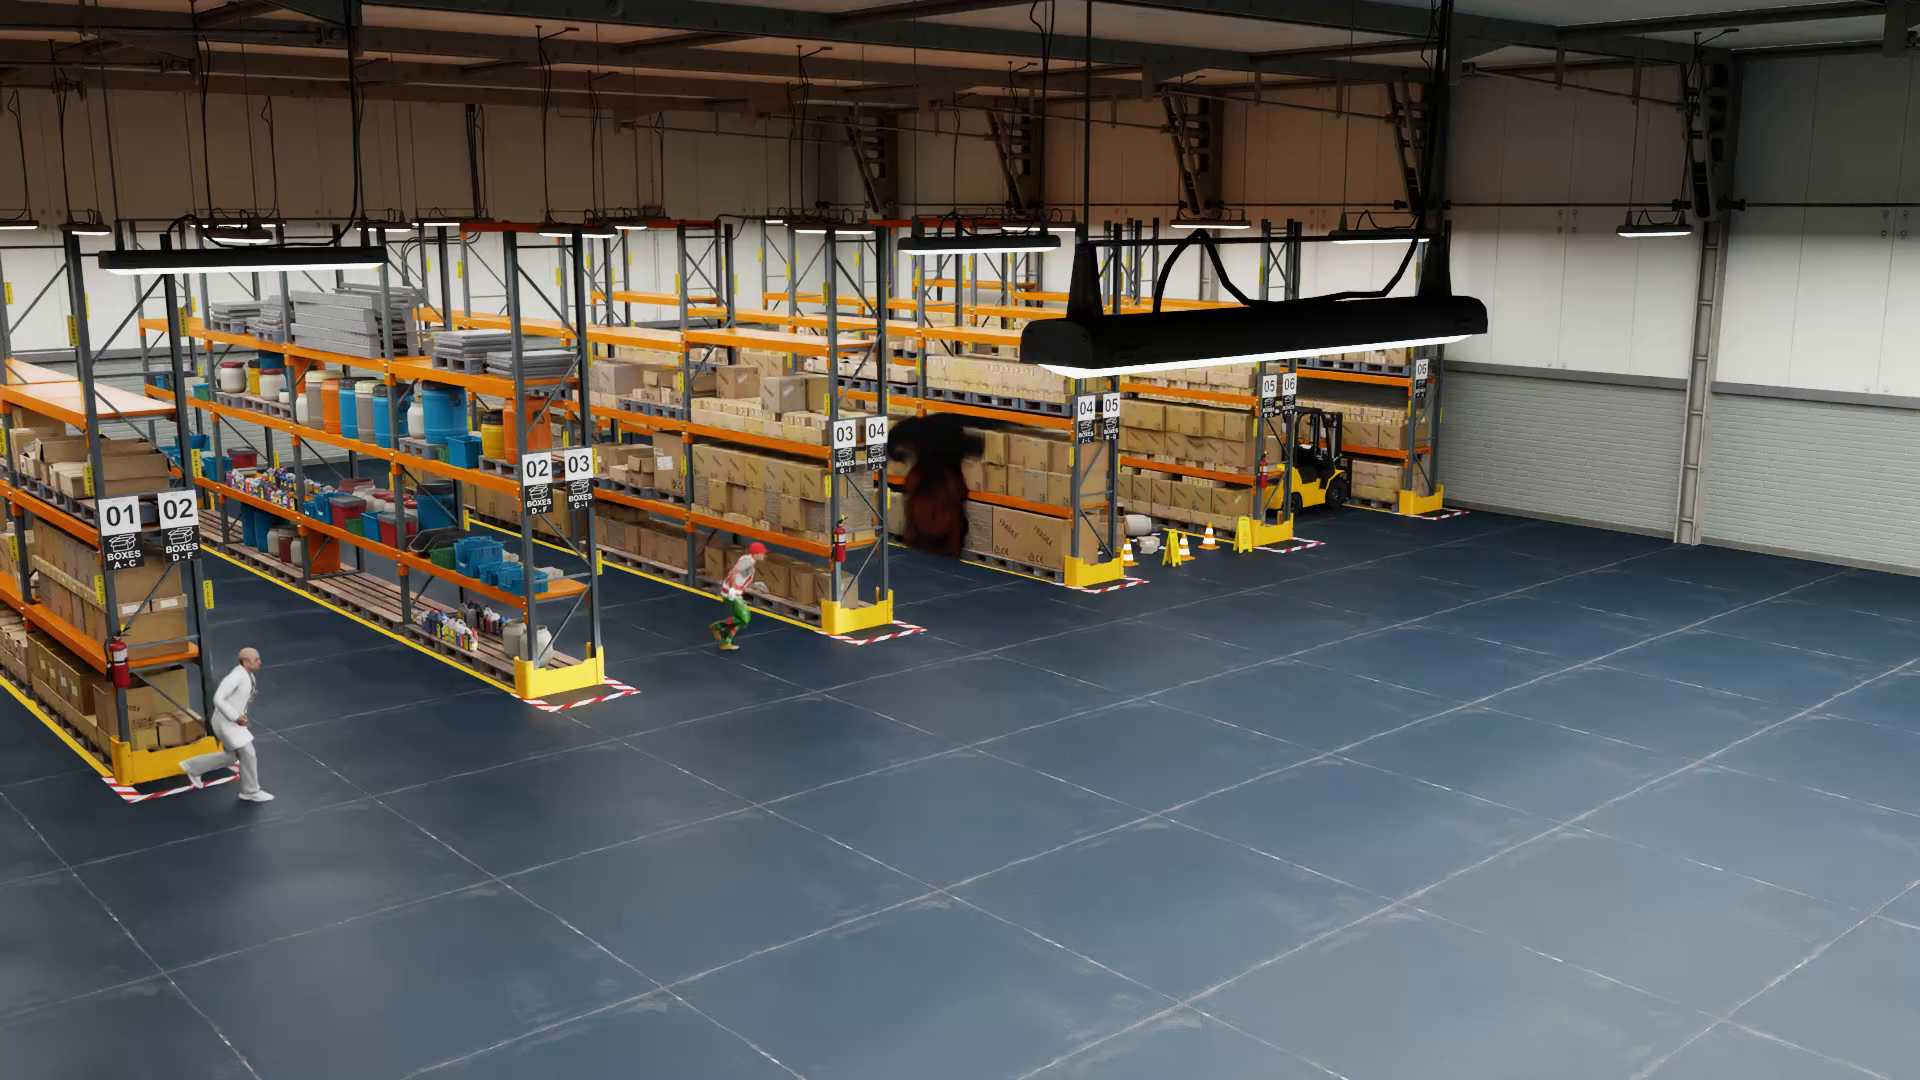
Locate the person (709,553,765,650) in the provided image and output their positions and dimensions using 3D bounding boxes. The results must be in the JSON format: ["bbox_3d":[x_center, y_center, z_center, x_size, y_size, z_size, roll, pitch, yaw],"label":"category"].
[{"bbox_3d":[-3.195,0.843,23.844,0.828,1.537,0.694,0,11,-1],"label":"person"}]

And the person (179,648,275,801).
[{"bbox_3d":[-7.892,2.004,17.744,0.943,1.734,0.715,-1,11,-3],"label":"person"}]
